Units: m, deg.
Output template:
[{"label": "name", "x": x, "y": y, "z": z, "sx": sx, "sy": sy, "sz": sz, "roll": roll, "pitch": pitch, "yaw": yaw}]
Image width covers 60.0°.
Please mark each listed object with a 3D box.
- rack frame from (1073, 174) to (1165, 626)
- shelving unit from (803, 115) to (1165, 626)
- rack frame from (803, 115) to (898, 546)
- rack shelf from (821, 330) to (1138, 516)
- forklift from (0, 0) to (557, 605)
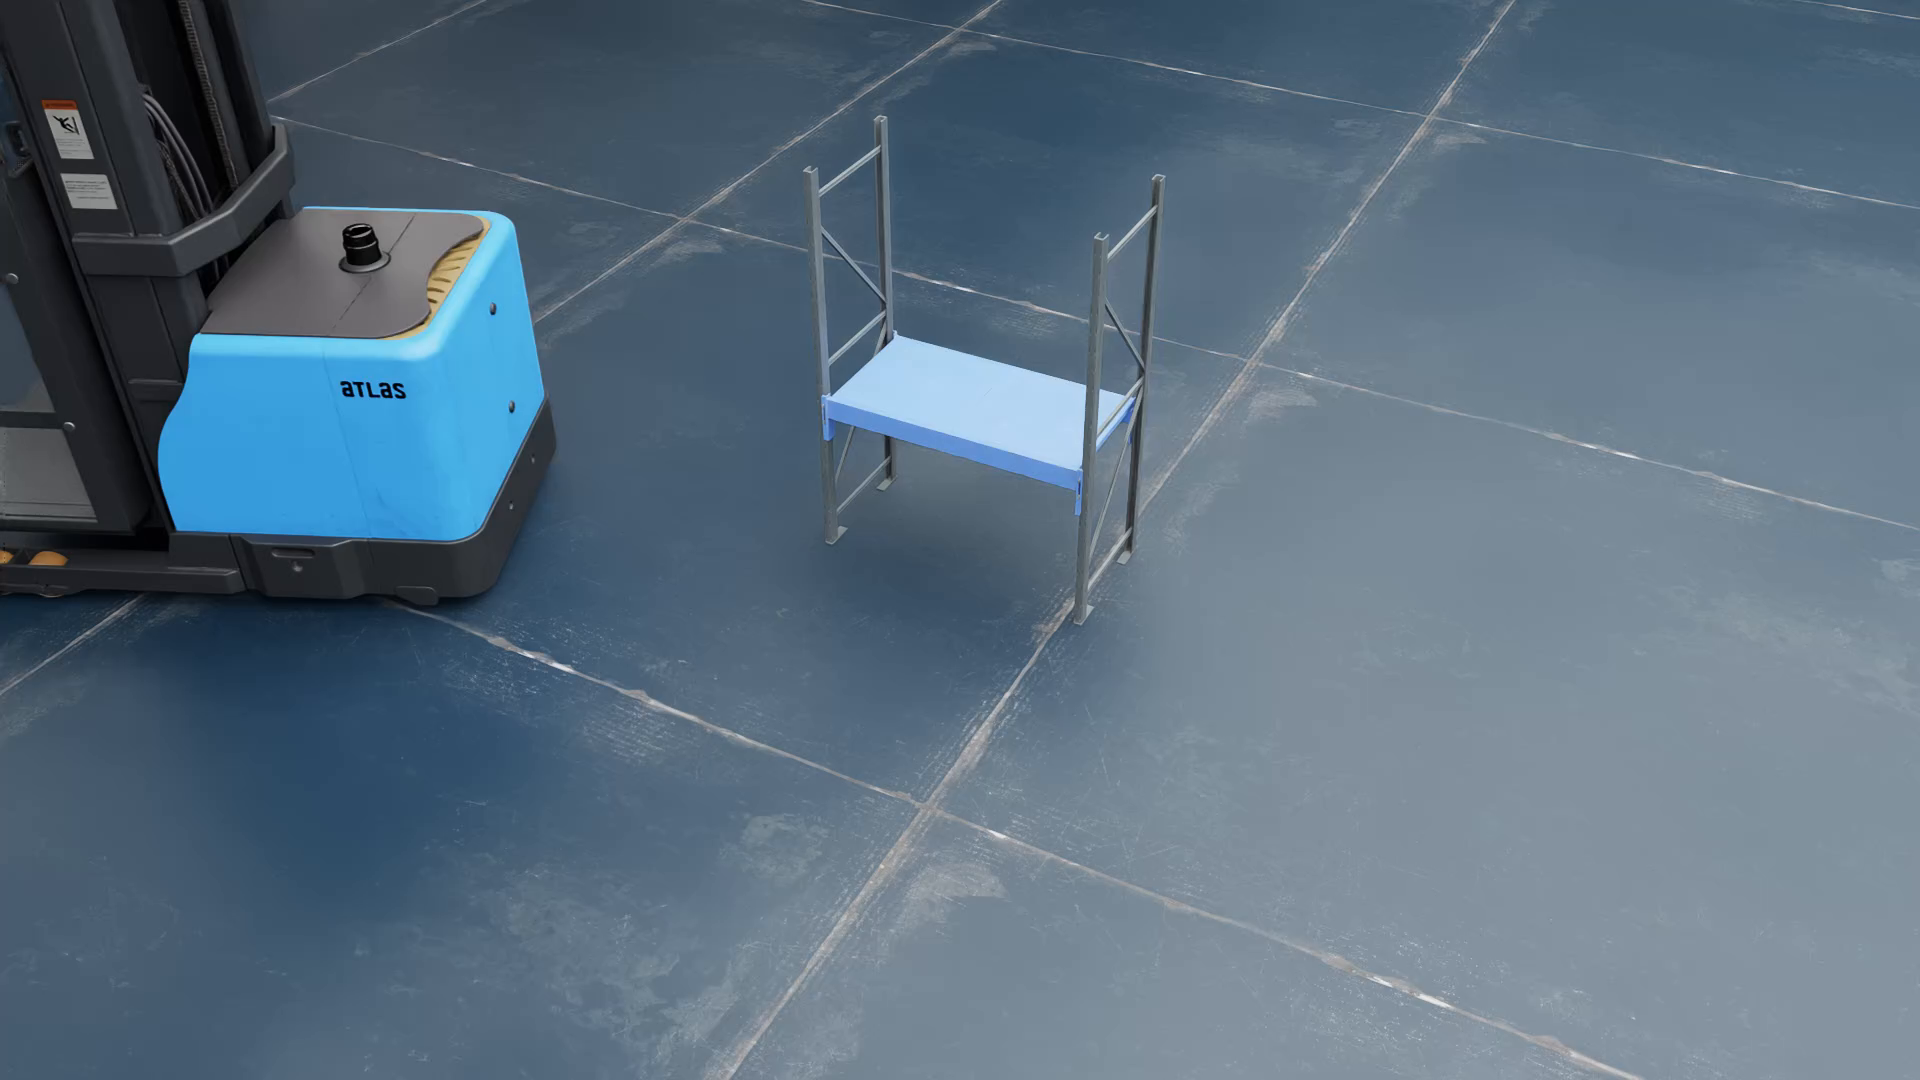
[{"label": "rack frame", "x": 0.527, "y": -0.432, "z": 5.579, "sx": 0.032, "sy": 1.500, "sz": 0.500, "roll": 17, "pitch": 41, "yaw": 21}, {"label": "shelving unit", "x": 0.076, "y": -0.574, "z": 5.765, "sx": 1.048, "sy": 1.500, "sz": 0.538, "roll": 17, "pitch": 41, "yaw": 21}, {"label": "rack frame", "x": -0.376, "y": -0.715, "z": 5.952, "sx": 0.032, "sy": 1.500, "sz": 0.500, "roll": 17, "pitch": 41, "yaw": 21}, {"label": "rack shelf", "x": 0.076, "y": -0.430, "z": 5.874, "sx": 1.000, "sy": 0.185, "sz": 0.538, "roll": 17, "pitch": 41, "yaw": 21}, {"label": "forklift", "x": -3.142, "y": -1.277, "z": 5.508, "sx": 3.031, "sy": 2.935, "sz": 1.130, "roll": 2, "pitch": 37, "yaw": 3}]
